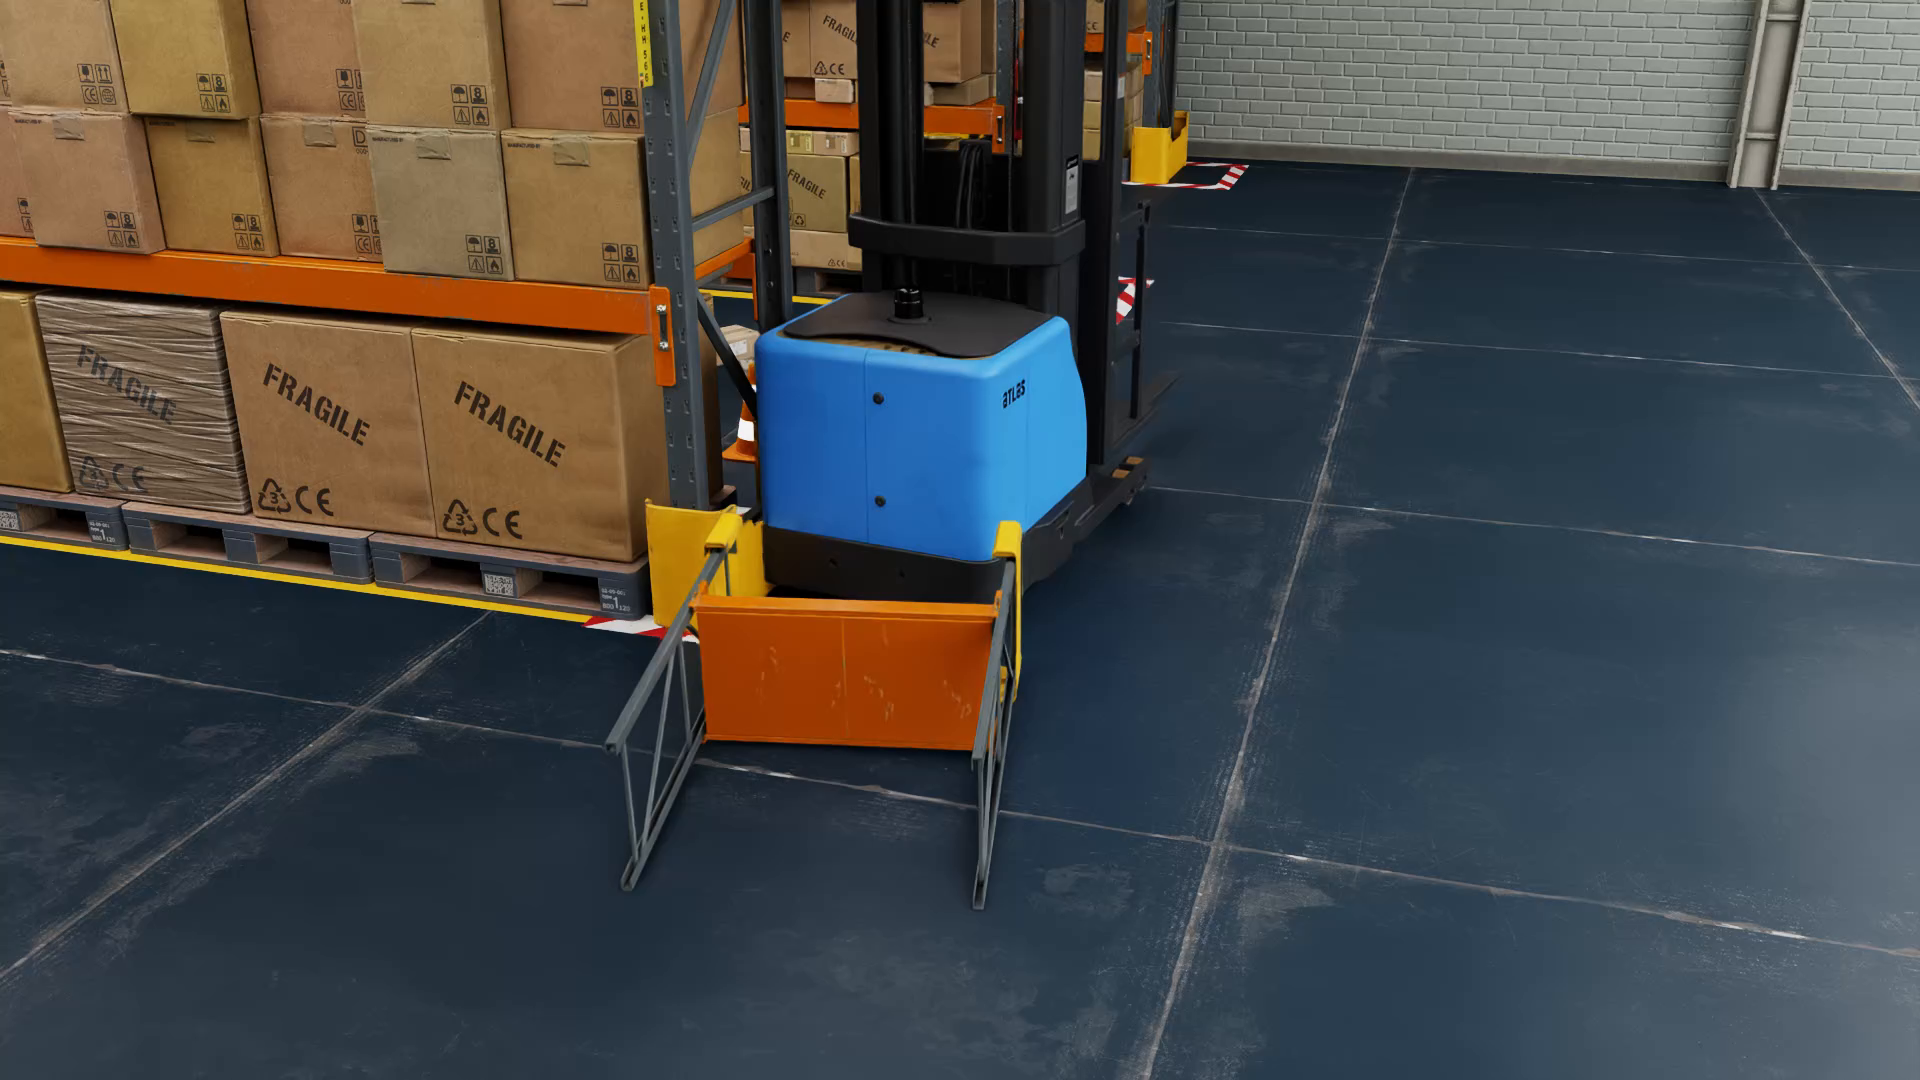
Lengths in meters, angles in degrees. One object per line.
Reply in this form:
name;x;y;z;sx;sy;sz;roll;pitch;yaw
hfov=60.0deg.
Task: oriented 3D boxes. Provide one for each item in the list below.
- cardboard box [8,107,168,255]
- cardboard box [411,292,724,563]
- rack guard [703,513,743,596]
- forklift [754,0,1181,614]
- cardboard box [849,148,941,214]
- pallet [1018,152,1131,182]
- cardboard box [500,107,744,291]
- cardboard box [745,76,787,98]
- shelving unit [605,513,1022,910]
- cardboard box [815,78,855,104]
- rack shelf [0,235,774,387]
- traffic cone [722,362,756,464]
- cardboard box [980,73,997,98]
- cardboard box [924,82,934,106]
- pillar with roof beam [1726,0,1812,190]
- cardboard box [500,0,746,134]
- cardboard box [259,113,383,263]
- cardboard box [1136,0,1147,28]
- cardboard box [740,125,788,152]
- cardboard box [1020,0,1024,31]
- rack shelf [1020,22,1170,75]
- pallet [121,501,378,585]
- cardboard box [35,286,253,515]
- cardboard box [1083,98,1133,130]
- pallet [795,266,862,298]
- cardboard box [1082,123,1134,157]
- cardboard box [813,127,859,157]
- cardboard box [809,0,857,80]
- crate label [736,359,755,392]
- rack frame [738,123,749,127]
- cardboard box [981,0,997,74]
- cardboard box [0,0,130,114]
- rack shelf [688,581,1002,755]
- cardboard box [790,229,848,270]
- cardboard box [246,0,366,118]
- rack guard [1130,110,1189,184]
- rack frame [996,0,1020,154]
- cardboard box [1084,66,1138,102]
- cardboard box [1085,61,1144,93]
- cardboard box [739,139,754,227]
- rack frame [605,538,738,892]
cardboard box;-3.359;-1.571;6.951;0.550;0.550;0.875;7;23;16
cardboard box;-1.571;-0.515;6.820;0.875;0.875;0.875;7;23;16
rack guard;-0.826;0.224;5.937;0.087;0.587;0.250;2;24;5
forklift;0.254;-1.574;7.245;1.130;2.935;3.031;10;24;22
cardboard box;-0.412;-2.325;11.068;0.500;0.500;0.500;7;23;16
pallet;1.117;-3.646;15.880;1.213;0.211;1.003;7;23;16
cardboard box;-1.271;-1.347;6.405;0.550;0.550;0.875;7;23;16
cardboard box;-1.234;-3.025;11.023;0.250;0.149;0.380;6;23;15
shelving unit;-0.392;0.495;5.323;1.083;0.587;1.500;2;24;5
cardboard box;-0.758;-2.951;10.843;0.250;0.149;0.380;7;23;16
rack shelf;-2.817;-1.140;7.045;4.000;0.370;1.077;7;23;16
traffic cone;-1.001;-0.654;8.255;0.334;0.463;0.336;7;23;16
cardboard box;0.165;-3.060;11.107;0.250;0.149;0.380;7;23;16
cardboard box;-0.264;-2.898;10.713;0.250;0.149;0.380;6;23;15
pillar with roof beam;5.955;-5.825;9.612;0.400;9.000;9.100;7;23;16
cardboard box;-1.247;-1.877;6.274;0.550;0.550;0.875;7;23;16
cardboard box;-2.304;-1.507;6.793;0.550;0.550;0.875;7;23;16
cardboard box;1.467;-5.069;15.542;0.500;0.500;0.500;7;23;17
cardboard box;-1.274;-2.700;11.126;0.250;0.149;0.380;8;23;18
cardboard box;0.820;-4.932;15.210;0.500;0.500;0.500;7;23;17
rack shelf;-0.054;-4.754;15.854;4.000;0.370;1.077;7;23;16
pallet;-2.855;-0.157;7.375;1.213;0.211;1.003;7;23;15
cardboard box;-3.286;-0.712;7.299;0.875;0.875;0.875;7;23;16
cardboard box;1.304;-3.960;15.383;0.500;0.250;0.500;6;23;15
pallet;-0.410;-1.883;11.583;1.213;0.211;1.003;7;23;16
cardboard box;1.320;-3.726;15.471;0.500;0.250;0.500;7;23;16
cardboard box;-0.783;-2.641;10.984;0.250;0.149;0.380;7;23;17
cardboard box;-0.647;-3.263;10.749;0.500;0.500;0.500;7;23;16
crate label;-1.119;-0.940;9.382;0.298;0.136;0.250;-5;23;-12
rack frame;-1.969;-5.306;16.252;0.127;3.000;1.000;7;23;16
cardboard box;0.057;-3.400;11.082;0.500;0.500;0.500;6;23;15
cardboard box;-3.351;-2.081;6.770;0.550;0.550;0.875;7;23;16
rack shelf;-0.366;0.421;5.486;1.000;0.538;0.185;2;24;5
cardboard box;-0.915;-2.036;11.351;0.500;0.250;0.500;7;23;16
cardboard box;-2.297;-2.015;6.609;0.550;0.550;0.875;7;23;16
rack guard;1.884;-3.708;15.651;0.348;0.500;1.175;7;23;16
rack frame;0.431;-3.063;10.785;0.127;3.000;1.000;7;23;16
cardboard box;1.330;-4.189;15.282;0.500;0.250;0.500;7;23;17
cardboard box;1.455;-4.373;15.732;0.500;0.250;0.500;6;23;15
cardboard box;-1.394;-2.439;11.346;0.500;0.500;0.500;6;23;14
rack frame;-0.889;0.480;5.371;0.032;0.500;1.500;2;24;5
